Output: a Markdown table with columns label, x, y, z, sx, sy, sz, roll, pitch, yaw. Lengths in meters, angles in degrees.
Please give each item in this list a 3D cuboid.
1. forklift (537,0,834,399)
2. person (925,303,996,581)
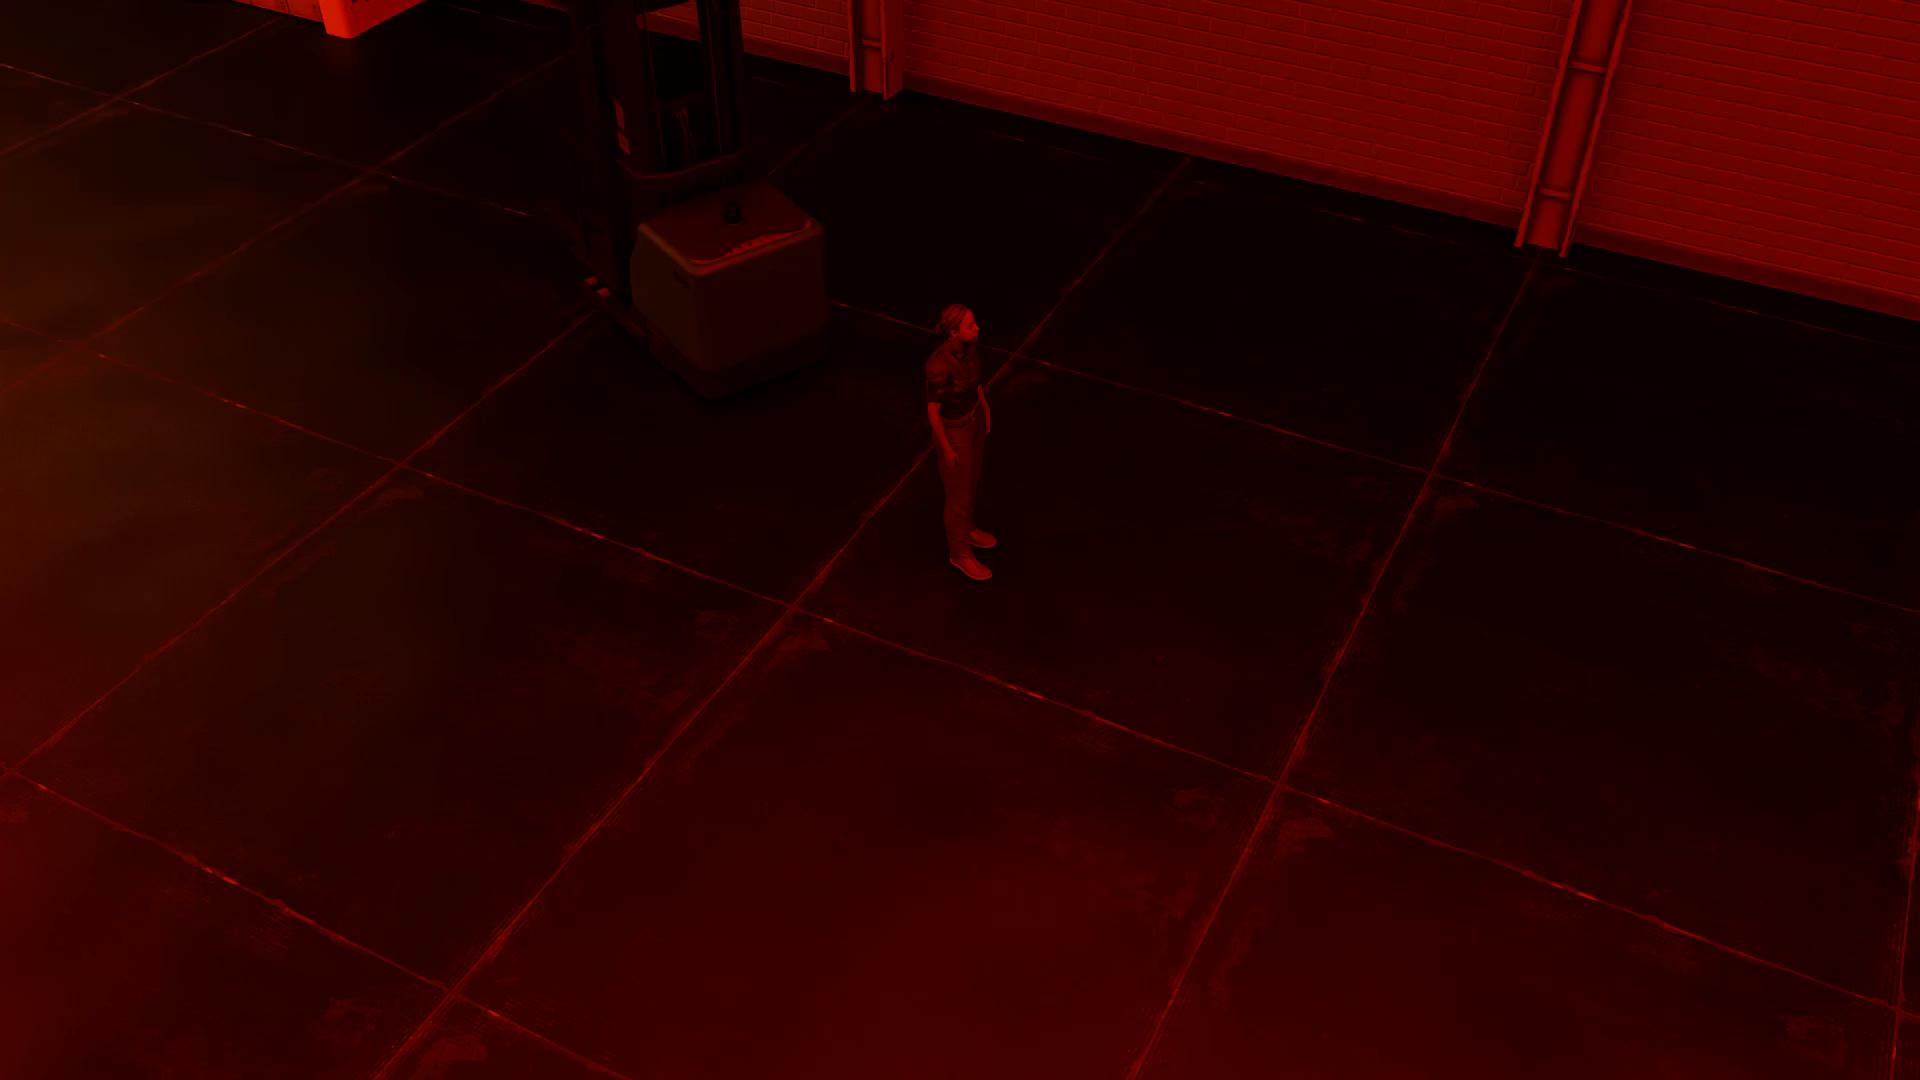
| label | x | y | z | sx | sy | sz | roll | pitch | yaw |
| --- | --- | --- | --- | --- | --- | --- | --- | --- | --- |
| forklift | -2.168 | -2.977 | 11.521 | 1.130 | 2.935 | 3.031 | -25 | 46 | -27 |
| person | 0.068 | -0.600 | 9.679 | 0.504 | 1.654 | 0.566 | 18 | 43 | 21 |
